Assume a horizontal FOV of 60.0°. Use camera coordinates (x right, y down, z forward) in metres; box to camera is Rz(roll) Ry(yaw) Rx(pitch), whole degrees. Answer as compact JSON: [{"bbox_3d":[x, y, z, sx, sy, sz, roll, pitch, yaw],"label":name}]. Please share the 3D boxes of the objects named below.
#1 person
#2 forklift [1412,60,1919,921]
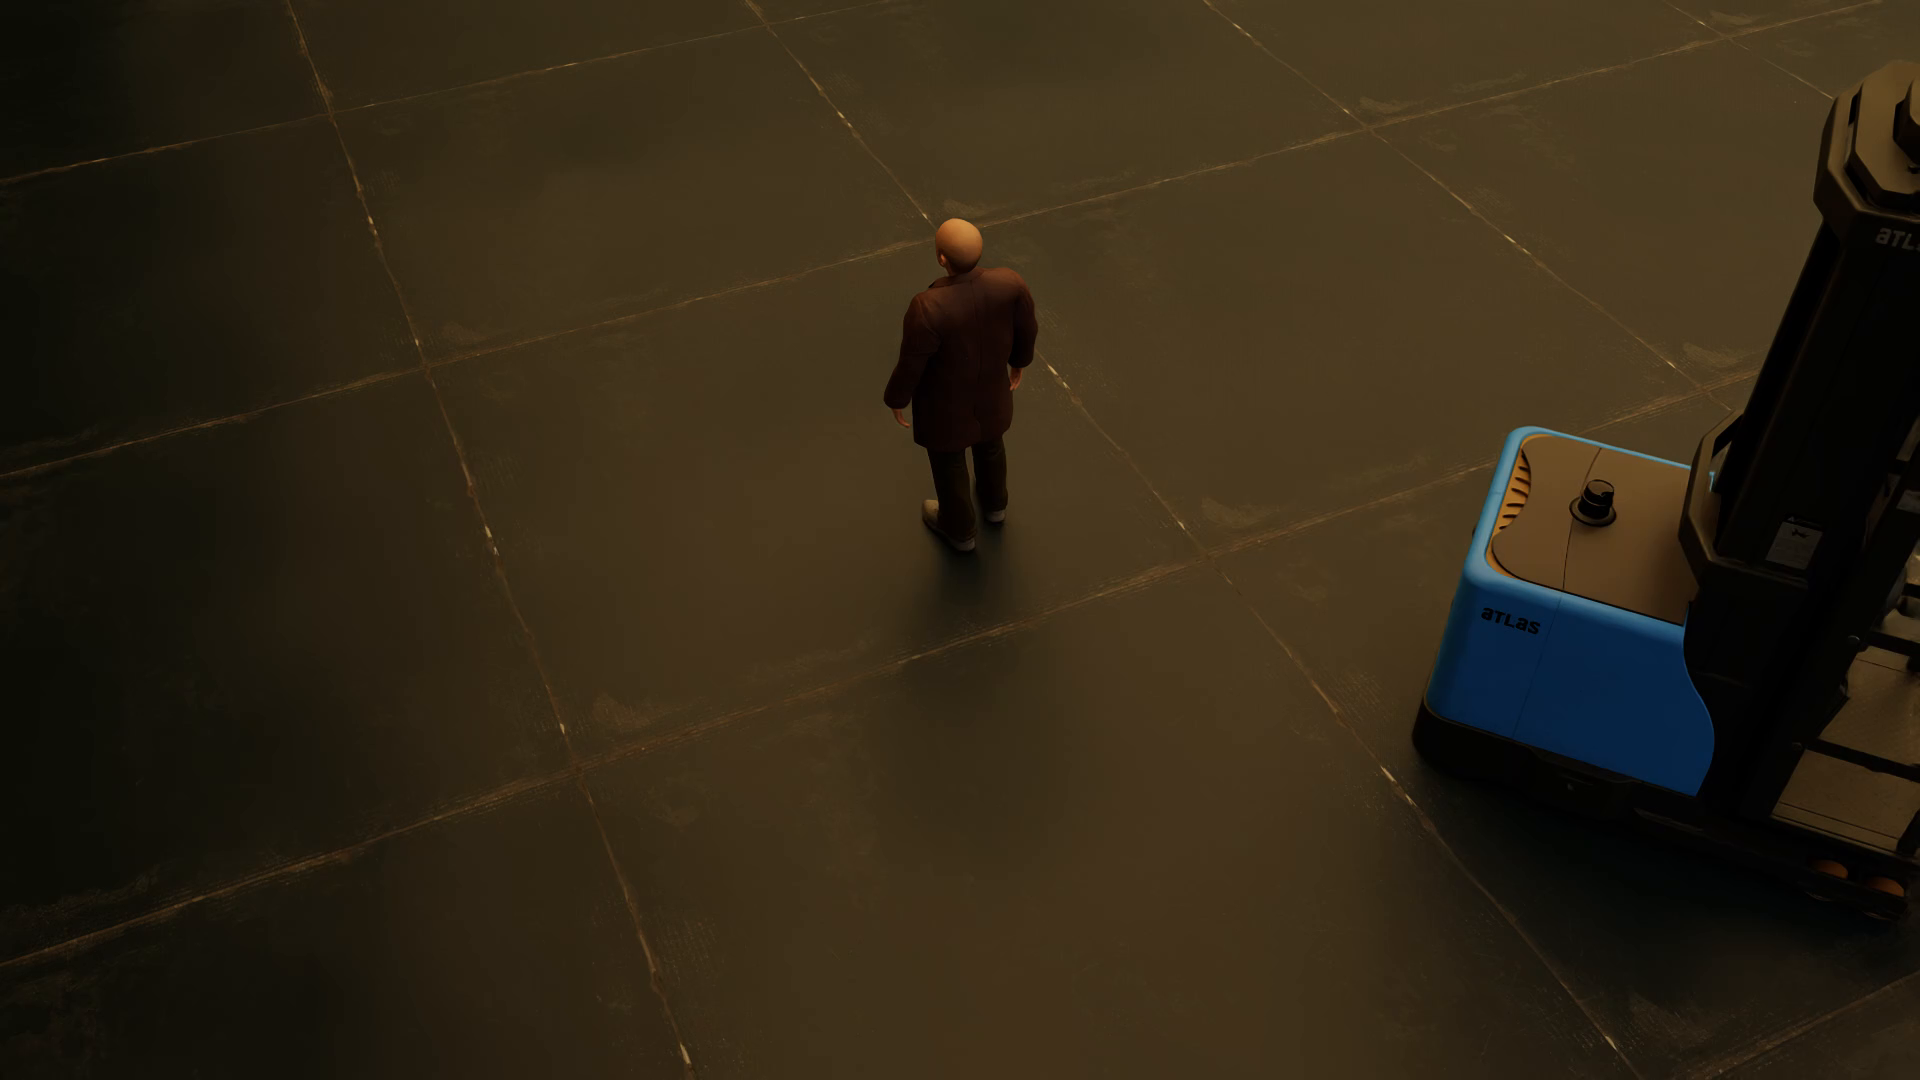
[{"bbox_3d":[-0.035,-0.713,7.279,0.696,1.778,0.579,-18,46,-18],"label":"person"},{"bbox_3d":[3.422,-0.055,5.740,3.031,2.935,1.130,17,46,18],"label":"forklift"}]
